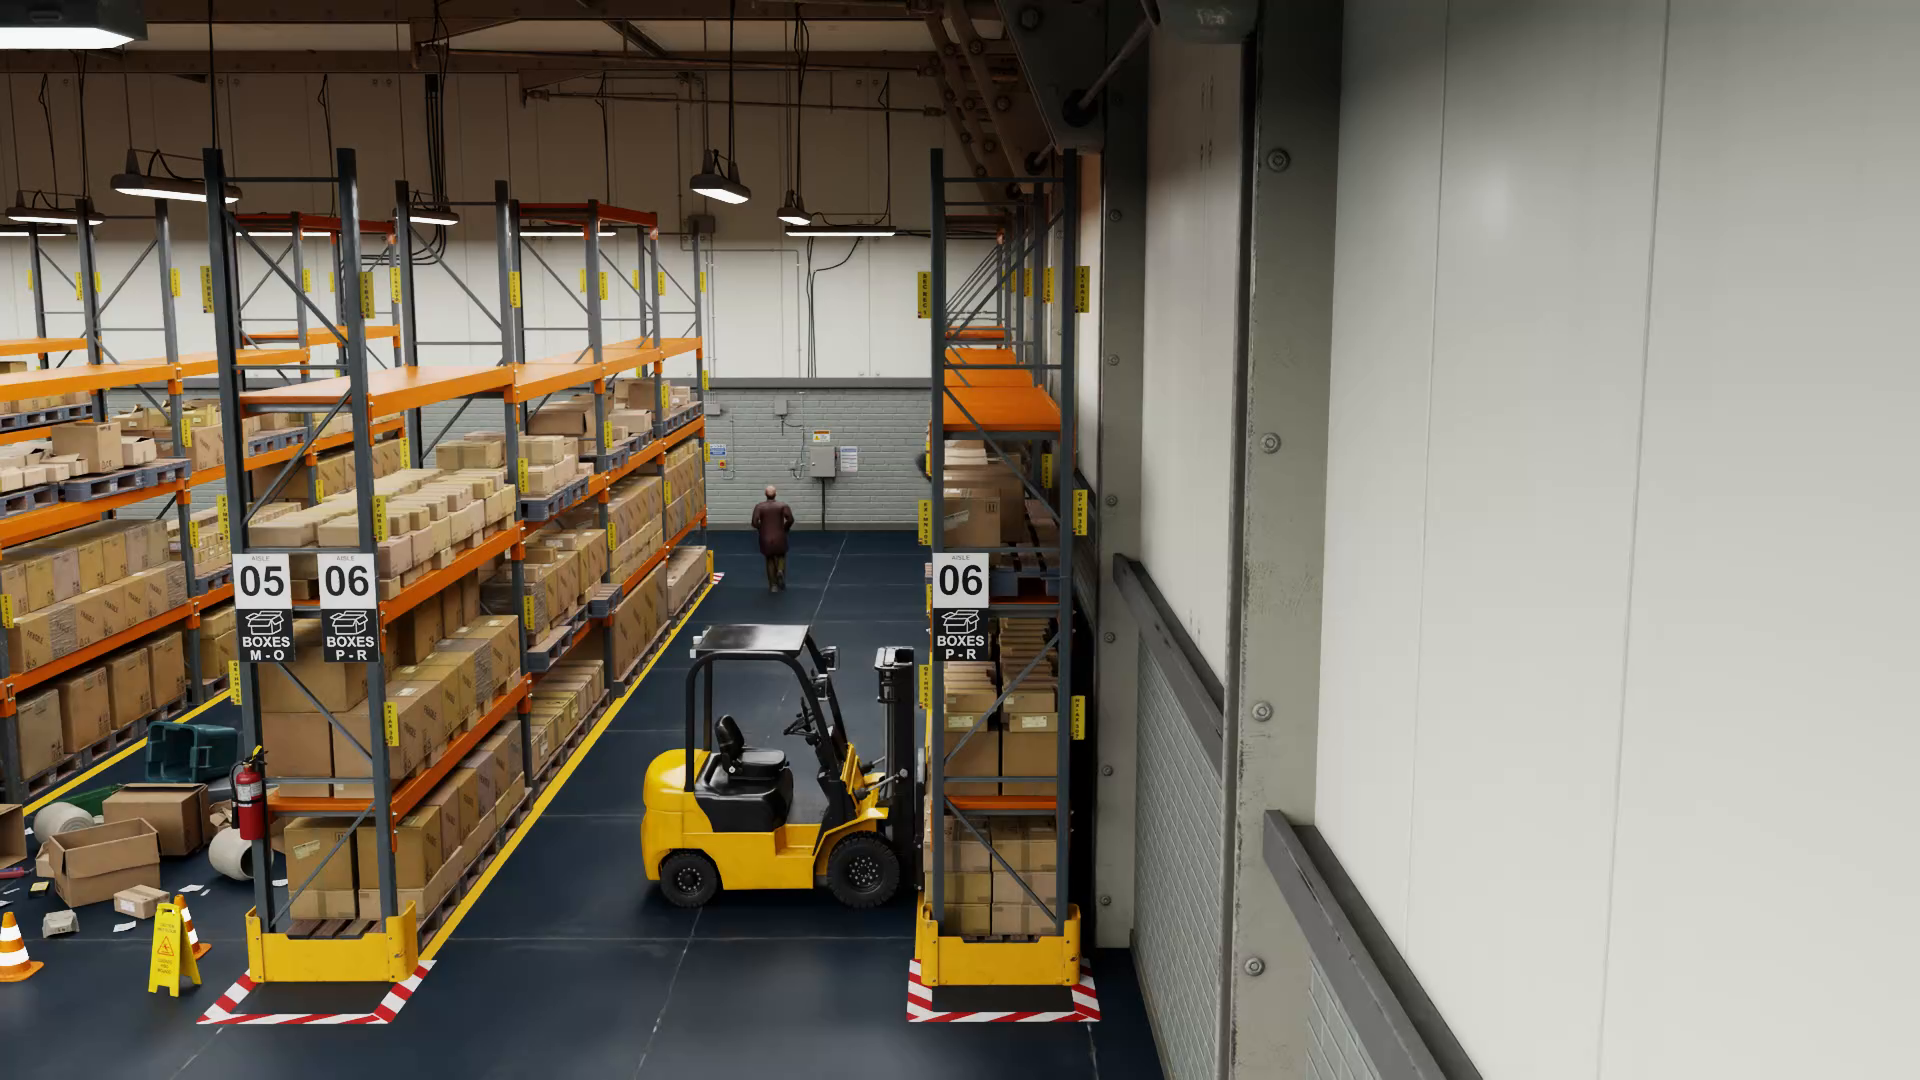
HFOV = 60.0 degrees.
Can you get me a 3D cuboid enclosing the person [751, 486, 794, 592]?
[{"bbox_3d":[-3.037,-0.027,27.029,0.691,1.731,0.631,-1,9,-6],"label":"person"}]
